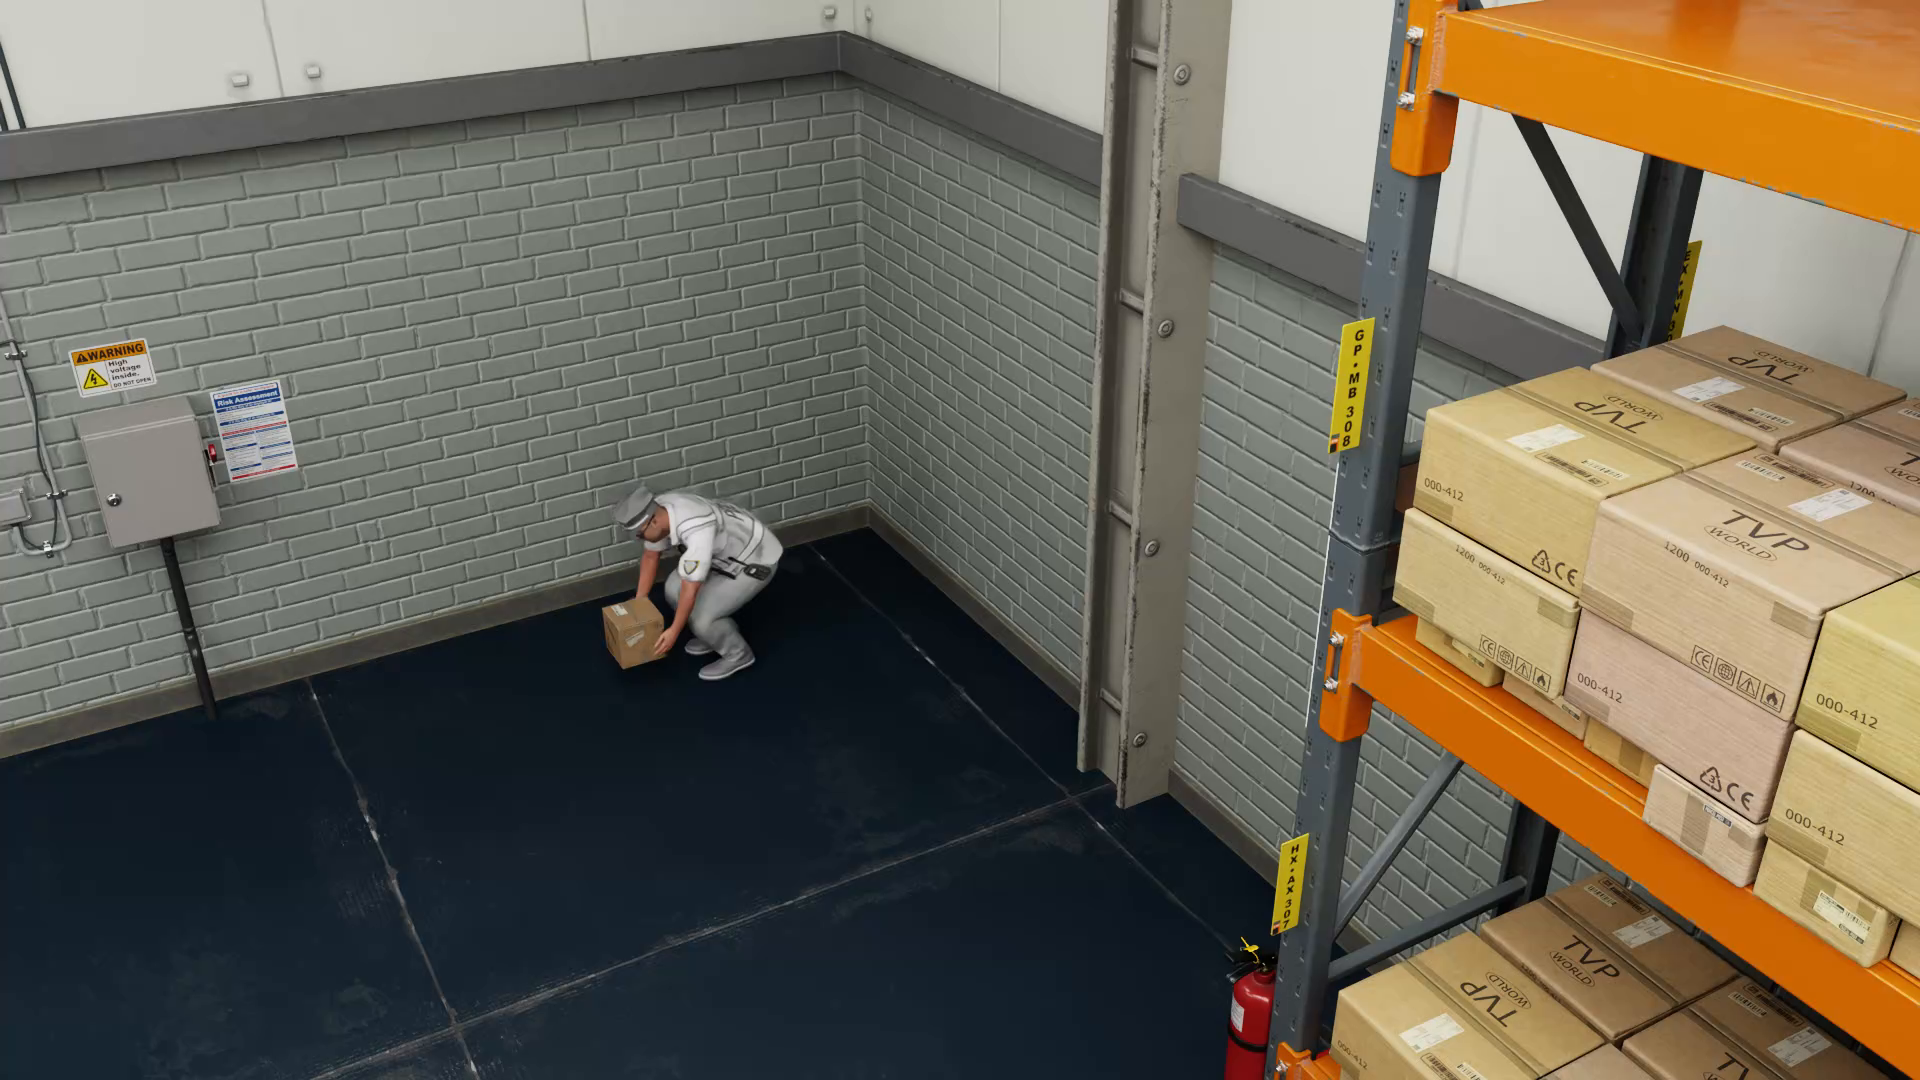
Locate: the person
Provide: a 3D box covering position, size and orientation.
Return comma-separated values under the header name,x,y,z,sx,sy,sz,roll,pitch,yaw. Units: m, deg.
name,x,y,z,sx,sy,sz,roll,pitch,yaw
person,-1.375,0.184,8.837,0.903,1.165,0.577,-16,33,-26
